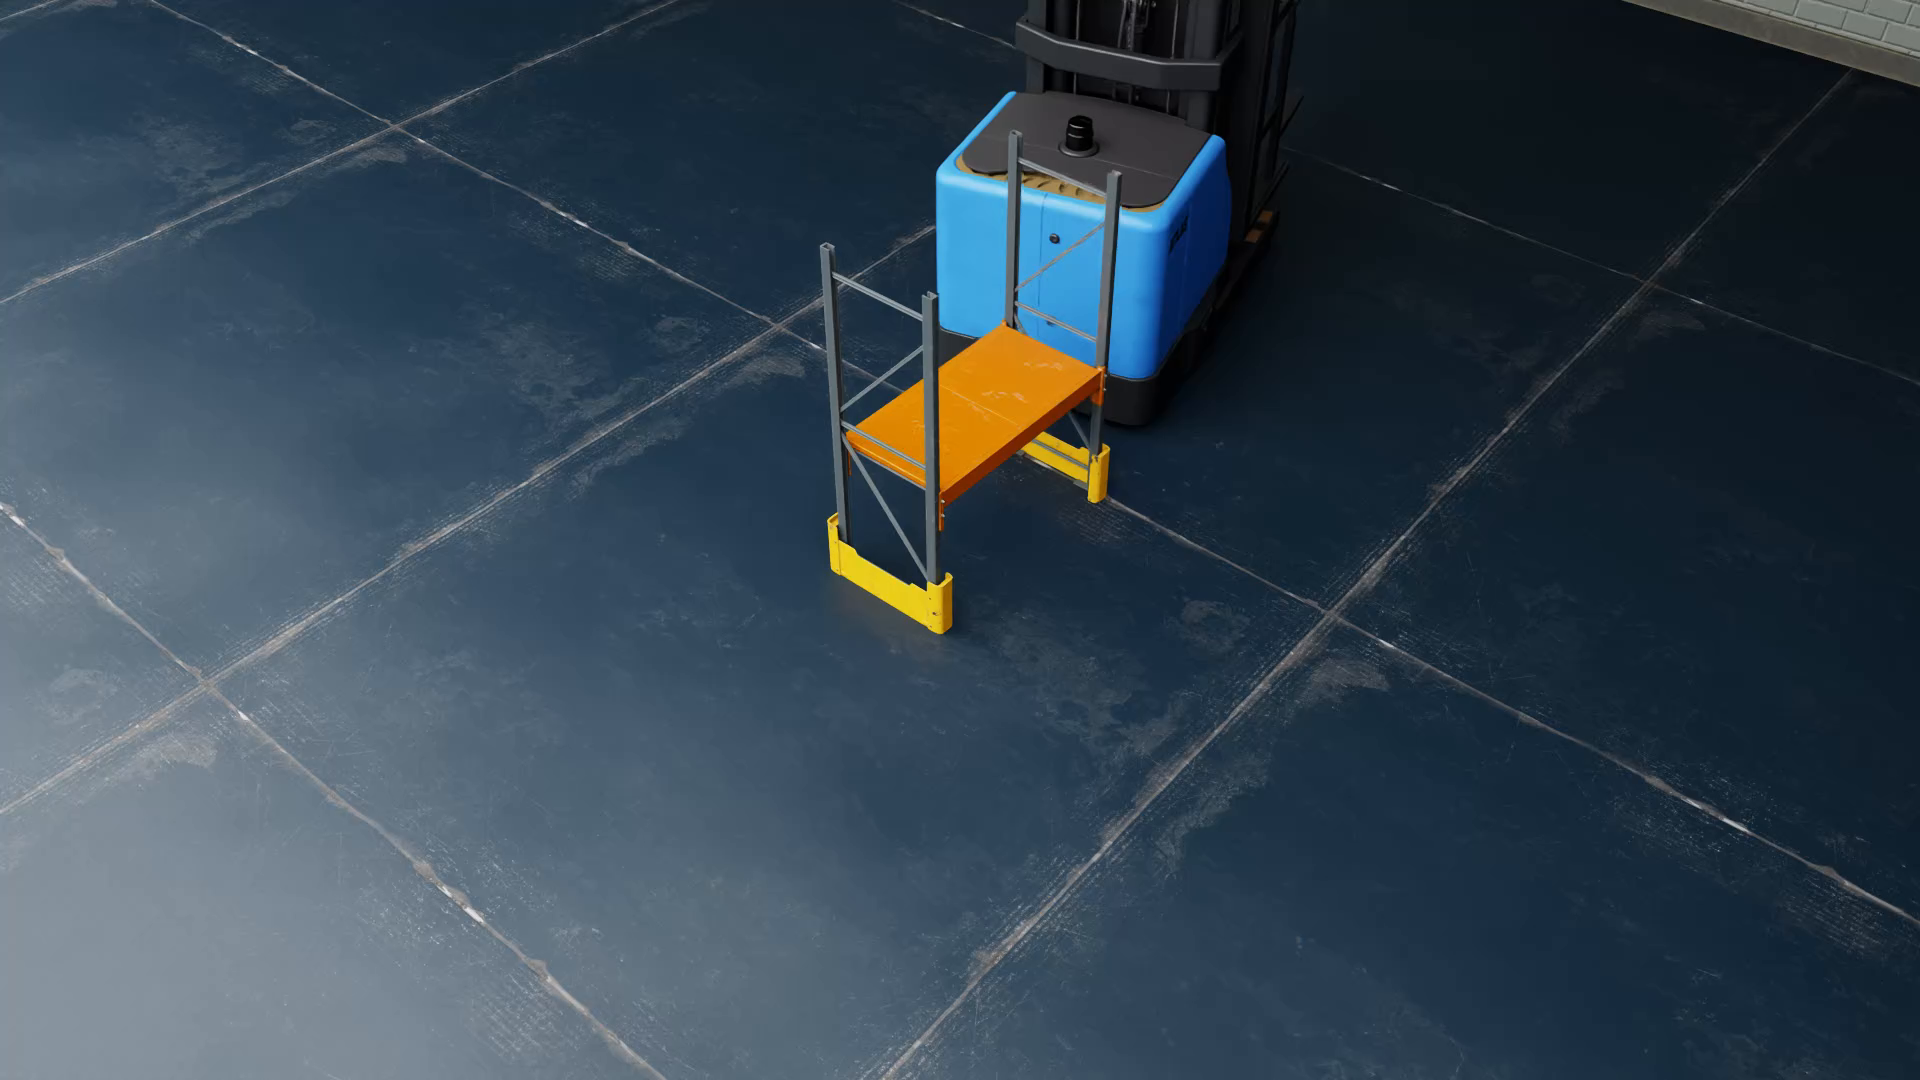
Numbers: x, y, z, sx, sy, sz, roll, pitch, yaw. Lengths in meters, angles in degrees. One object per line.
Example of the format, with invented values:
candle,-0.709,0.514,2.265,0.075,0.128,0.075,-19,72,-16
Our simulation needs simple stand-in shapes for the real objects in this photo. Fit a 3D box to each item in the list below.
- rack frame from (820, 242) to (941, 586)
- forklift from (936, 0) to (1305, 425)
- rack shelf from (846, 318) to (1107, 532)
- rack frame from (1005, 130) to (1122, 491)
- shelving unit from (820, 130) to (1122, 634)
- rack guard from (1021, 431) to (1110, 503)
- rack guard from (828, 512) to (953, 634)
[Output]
rack frame,-0.272,-0.337,6.006,0.500,1.500,0.032,29,50,28
forklift,0.960,-2.575,7.403,1.130,2.935,3.031,17,45,18
rack shelf,0.055,-0.466,6.415,0.538,0.185,1.000,29,50,28
rack frame,0.382,-0.861,6.582,0.500,1.500,0.032,29,50,28
shelving unit,0.049,-0.594,6.289,0.587,1.500,1.083,29,50,28
rack guard,0.370,-0.388,6.991,0.587,0.250,0.087,29,50,28
rack guard,-0.271,0.125,6.427,0.587,0.250,0.087,29,50,28
